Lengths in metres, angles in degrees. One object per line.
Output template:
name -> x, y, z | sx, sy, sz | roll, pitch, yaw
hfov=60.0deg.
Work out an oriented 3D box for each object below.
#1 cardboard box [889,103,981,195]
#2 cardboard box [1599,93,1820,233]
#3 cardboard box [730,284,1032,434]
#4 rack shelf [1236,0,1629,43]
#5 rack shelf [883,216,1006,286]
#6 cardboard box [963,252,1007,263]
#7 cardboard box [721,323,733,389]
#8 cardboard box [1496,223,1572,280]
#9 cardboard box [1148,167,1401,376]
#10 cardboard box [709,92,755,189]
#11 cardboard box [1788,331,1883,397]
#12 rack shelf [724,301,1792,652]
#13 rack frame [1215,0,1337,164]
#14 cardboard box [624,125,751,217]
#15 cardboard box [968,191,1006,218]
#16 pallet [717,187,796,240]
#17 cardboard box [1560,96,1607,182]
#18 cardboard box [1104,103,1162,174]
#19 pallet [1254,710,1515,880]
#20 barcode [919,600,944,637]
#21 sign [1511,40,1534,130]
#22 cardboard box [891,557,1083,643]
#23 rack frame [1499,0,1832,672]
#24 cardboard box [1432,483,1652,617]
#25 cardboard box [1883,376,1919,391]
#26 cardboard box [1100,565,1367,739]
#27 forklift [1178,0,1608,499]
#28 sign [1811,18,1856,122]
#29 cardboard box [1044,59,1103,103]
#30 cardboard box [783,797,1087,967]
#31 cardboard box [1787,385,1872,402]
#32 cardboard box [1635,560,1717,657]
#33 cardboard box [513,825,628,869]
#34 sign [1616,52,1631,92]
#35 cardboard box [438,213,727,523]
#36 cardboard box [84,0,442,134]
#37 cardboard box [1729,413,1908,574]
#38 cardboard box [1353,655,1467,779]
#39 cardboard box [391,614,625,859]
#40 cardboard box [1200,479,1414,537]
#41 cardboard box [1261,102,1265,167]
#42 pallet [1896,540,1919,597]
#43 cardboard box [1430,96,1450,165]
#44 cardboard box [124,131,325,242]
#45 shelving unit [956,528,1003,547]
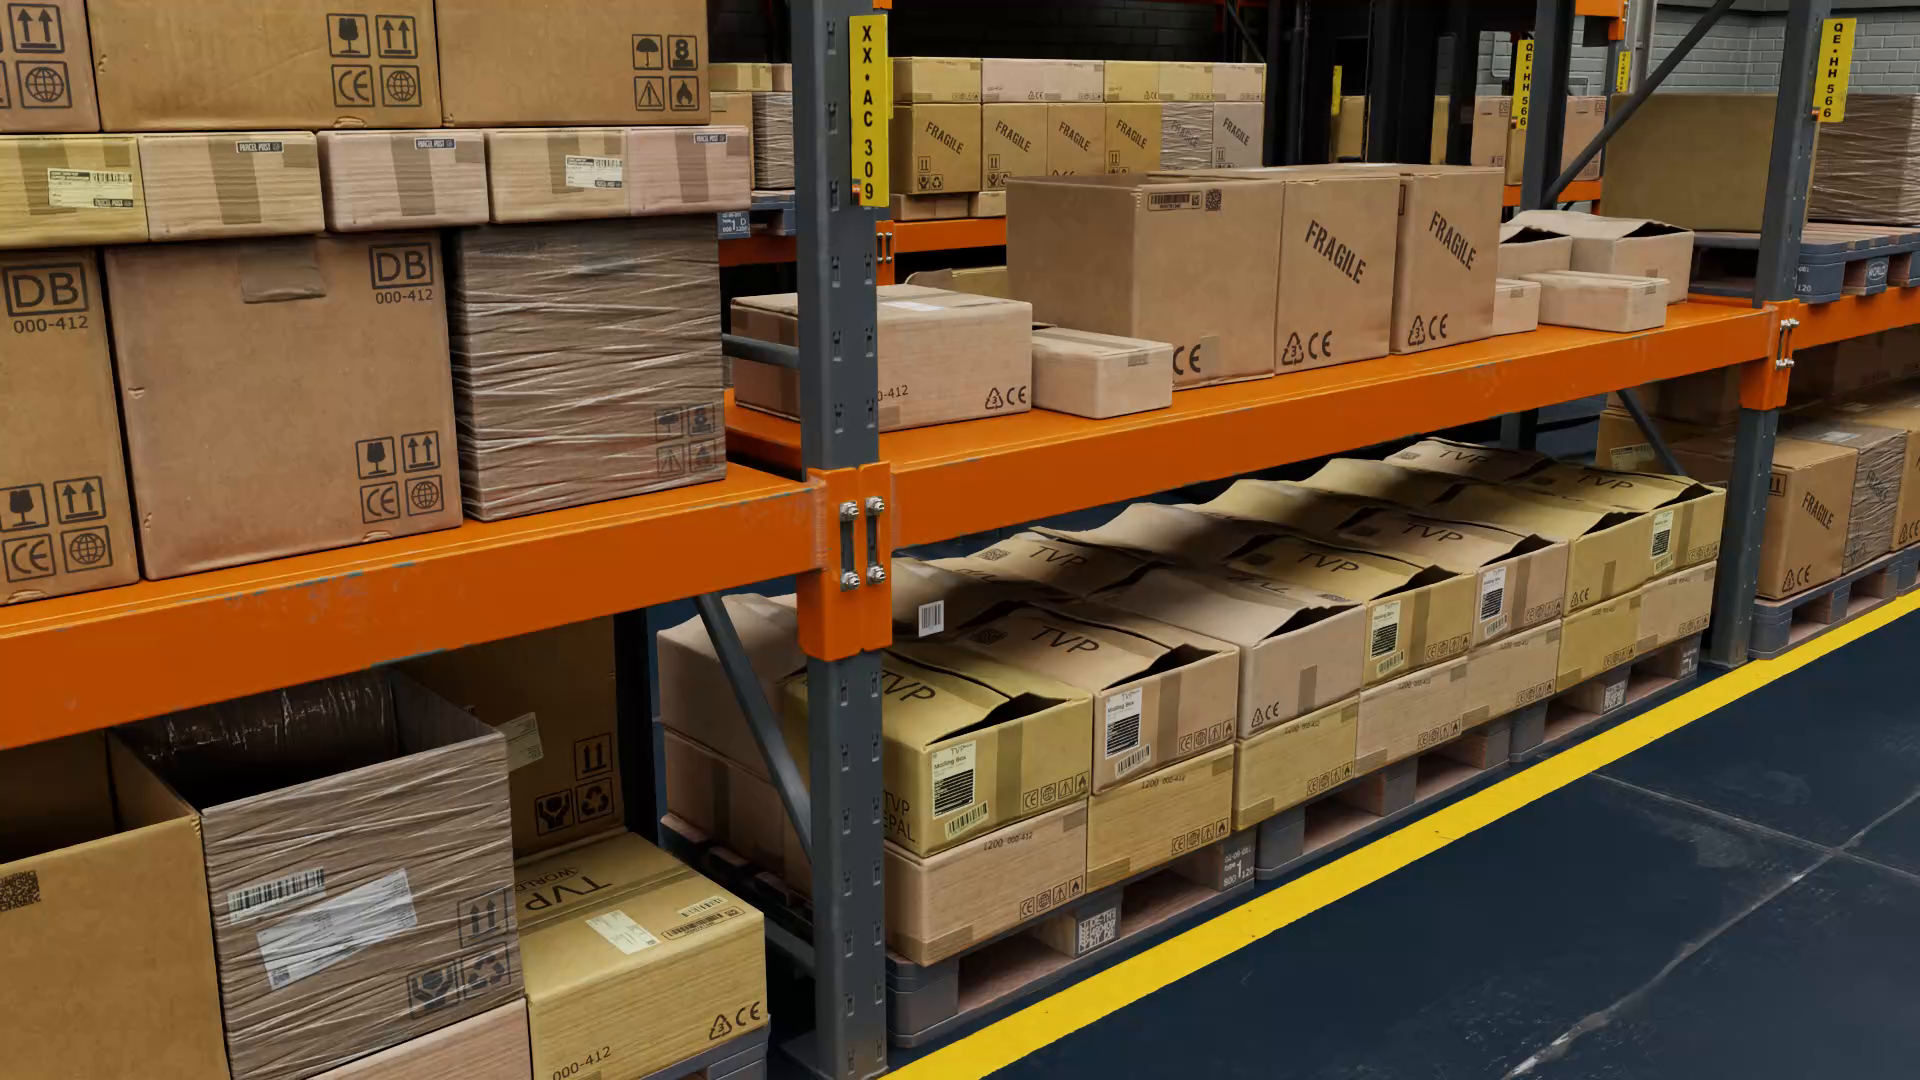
cardboard box -> -0.228, -2.282, 9.670 | 0.500, 0.500, 0.500 | -12, 19, -38
cardboard box -> 2.893, -1.464, 6.409 | 0.700, 0.500, 0.500 | 8, 17, 28
cardboard box -> -0.183, -0.426, 3.821 | 0.500, 0.250, 0.500 | -11, 19, -36
rack shelf -> 3.764, -4.166, 13.114 | 4.000, 0.370, 1.077 | -13, 19, -39
rack shelf -> 0.746, -2.039, 10.964 | 4.000, 0.370, 1.077 | -13, 19, -39
cardboard box -> 0.543, -1.458, 10.748 | 0.750, 0.750, 0.750 | -13, 20, -40
cardboard box -> -1.272, -0.920, 9.374 | 0.500, 0.500, 0.700 | -12, 19, -39
cardboard box -> 1.690, -0.927, 5.580 | 0.500, 0.311, 0.500 | -13, 20, -40
cardboard box -> 0.840, -0.755, 4.572 | 0.500, 0.500, 0.500 | -13, 19, -39
cardboard box -> -1.515, -2.127, 8.854 | 0.700, 0.500, 0.500 | 14, 20, 42
cardboard box -> 3.852, -0.840, 7.619 | 0.500, 0.250, 0.500 | -13, 20, -40
rack shelf -> 0.983, -0.397, 4.819 | 4.000, 0.370, 1.077 | -13, 19, -39
rack frame -> 2.255, -2.725, 12.140 | 0.127, 3.000, 1.000 | -13, 19, -39
cardboard box -> -0.590, -0.680, 3.033 | 0.250, 0.149, 0.380 | -13, 20, -39
cardboard box -> 0.089, -2.016, 9.933 | 0.250, 0.149, 0.380 | -12, 19, -38
pallet -> -1.230, -1.813, 9.098 | 1.003, 0.211, 1.213 | -13, 19, -39
cardboard box -> 4.894, -3.459, 14.307 | 0.700, 0.700, 0.980 | -12, 19, -37
cardboard box -> 0.936, -2.542, 10.646 | 0.500, 0.500, 0.500 | -12, 19, -38
pallet -> 0.925, 0.601, 5.091 | 1.213, 0.211, 1.003 | -13, 19, -39
barcode -> -0.060, 0.163, 3.458 | 0.075, 0.075, 0.001 | -13, 19, -39
sign -> 2.129, -1.709, 6.245 | 0.005, 0.325, 0.100 | -13, 19, -39
cardboard box -> -0.020, 0.235, 4.487 | 0.500, 0.311, 0.500 | -12, 19, -38
rack frame -> 2.492, -1.084, 5.995 | 0.127, 3.000, 1.000 | -13, 19, -39
cardboard box -> 1.871, -0.003, 5.377 | 0.500, 0.311, 0.500 | -13, 20, -40
cardboard box -> 4.568, -0.460, 7.650 | 0.500, 0.500, 0.500 | -12, 19, -39
cardboard box -> 0.720, 0.255, 4.410 | 0.500, 0.311, 0.500 | -14, 20, -41
forklift -> 2.401, -1.809, 8.841 | 3.031, 2.935, 1.130 | -10, 18, -32
sign -> 2.859, -1.536, 5.443 | 0.005, 0.325, 0.100 | -13, 19, -39
cardboard box -> 0.529, -2.815, 10.213 | 0.500, 0.250, 0.500 | -12, 19, -39
cardboard box -> -0.059, 0.699, 3.834 | 0.500, 0.250, 0.500 | -13, 20, -41
cardboard box -> 3.826, -0.470, 7.690 | 0.500, 0.500, 0.500 | -14, 20, -41
cardboard box -> 2.255, 0.178, 5.784 | 0.500, 0.250, 0.500 | -12, 19, -38
cardboard box -> -1.075, 0.739, 3.685 | 0.500, 0.250, 0.500 | -13, 19, -39
sign -> 5.618, -3.969, 14.092 | 0.005, 0.325, 0.100 | -13, 19, -39
cardboard box -> -0.856, -0.378, 3.159 | 0.500, 0.500, 0.700 | -13, 20, -41
cardboard box -> -1.237, -0.919, 2.670 | 0.500, 0.500, 0.700 | -13, 20, -39
cardboard box -> 3.414, -0.200, 6.677 | 0.500, 0.500, 0.500 | -14, 20, -41
cardboard box -> 1.101, 0.439, 4.809 | 0.500, 0.250, 0.500 | -12, 19, -38
cardboard box -> -1.081, 0.375, 3.596 | 0.500, 0.500, 0.500 | -13, 19, -39
cardboard box -> 1.127, -0.021, 5.444 | 0.500, 0.311, 0.500 | -13, 20, -41
cardboard box -> 2.072, -2.800, 11.609 | 0.500, 0.500, 0.500 | -13, 20, -40
pallet -> 4.000, -0.061, 7.570 | 1.213, 0.211, 1.003 | -13, 19, -39
cardboard box -> 3.229, -3.081, 12.892 | 0.700, 0.700, 0.980 | -13, 20, -41
cardboard box -> -1.171, -0.549, 2.542 | 0.250, 0.149, 0.380 | -13, 20, -39
shelving unit -> 0.040, -0.516, 7.648 | 0.252, 1.050, 0.215 | -13, 19, -39
